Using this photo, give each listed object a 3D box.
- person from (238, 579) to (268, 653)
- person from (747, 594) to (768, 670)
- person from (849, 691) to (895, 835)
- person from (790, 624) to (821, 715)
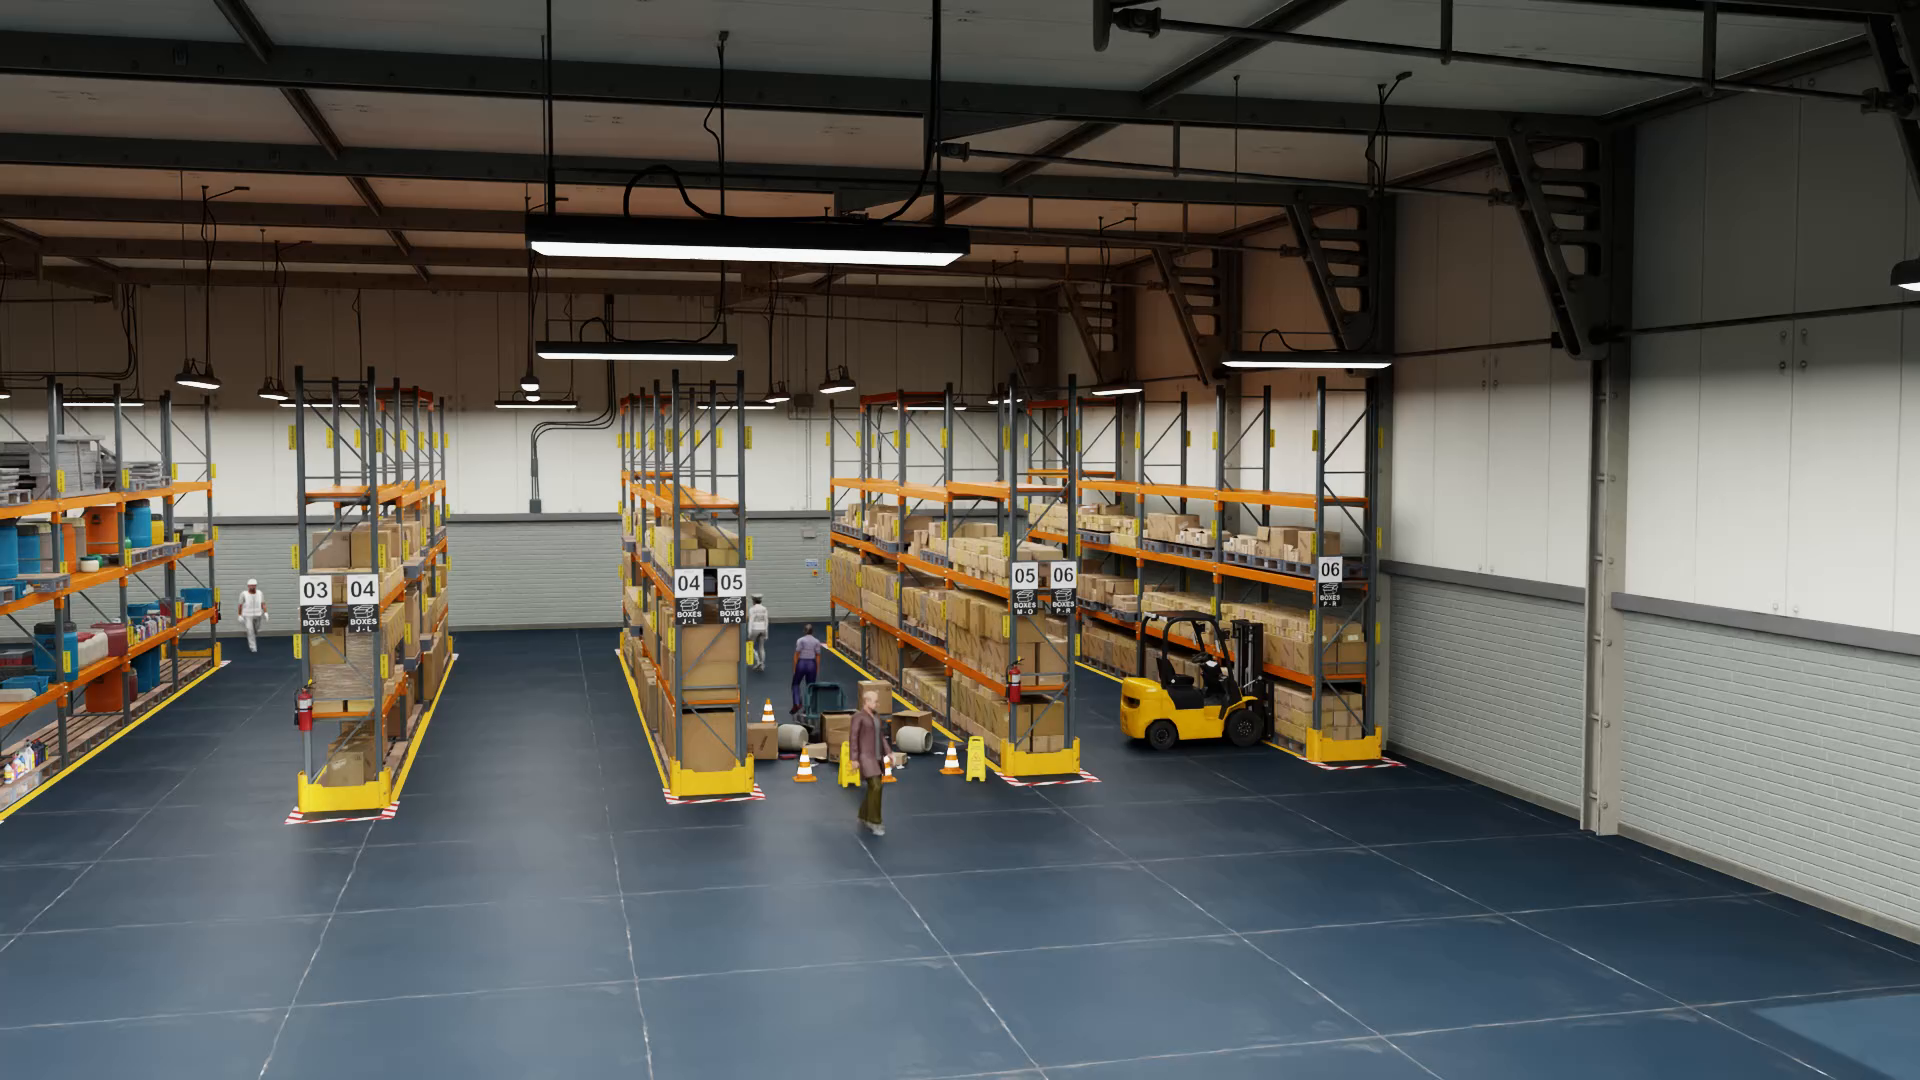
[{"bbox_3d":[-16.692,1.779,39.238,0.602,1.723,1.136,-3,4,-39],"label":"person"},{"bbox_3d":[-4.371,2.009,36.143,0.510,1.674,0.440,-3,4,-40],"label":"person"},{"bbox_3d":[-1.118,2.869,21.362,0.568,1.854,0.615,2,4,29],"label":"person"},{"bbox_3d":[-2.834,2.363,30.414,0.585,1.659,0.398,-1,4,-13],"label":"person"}]
